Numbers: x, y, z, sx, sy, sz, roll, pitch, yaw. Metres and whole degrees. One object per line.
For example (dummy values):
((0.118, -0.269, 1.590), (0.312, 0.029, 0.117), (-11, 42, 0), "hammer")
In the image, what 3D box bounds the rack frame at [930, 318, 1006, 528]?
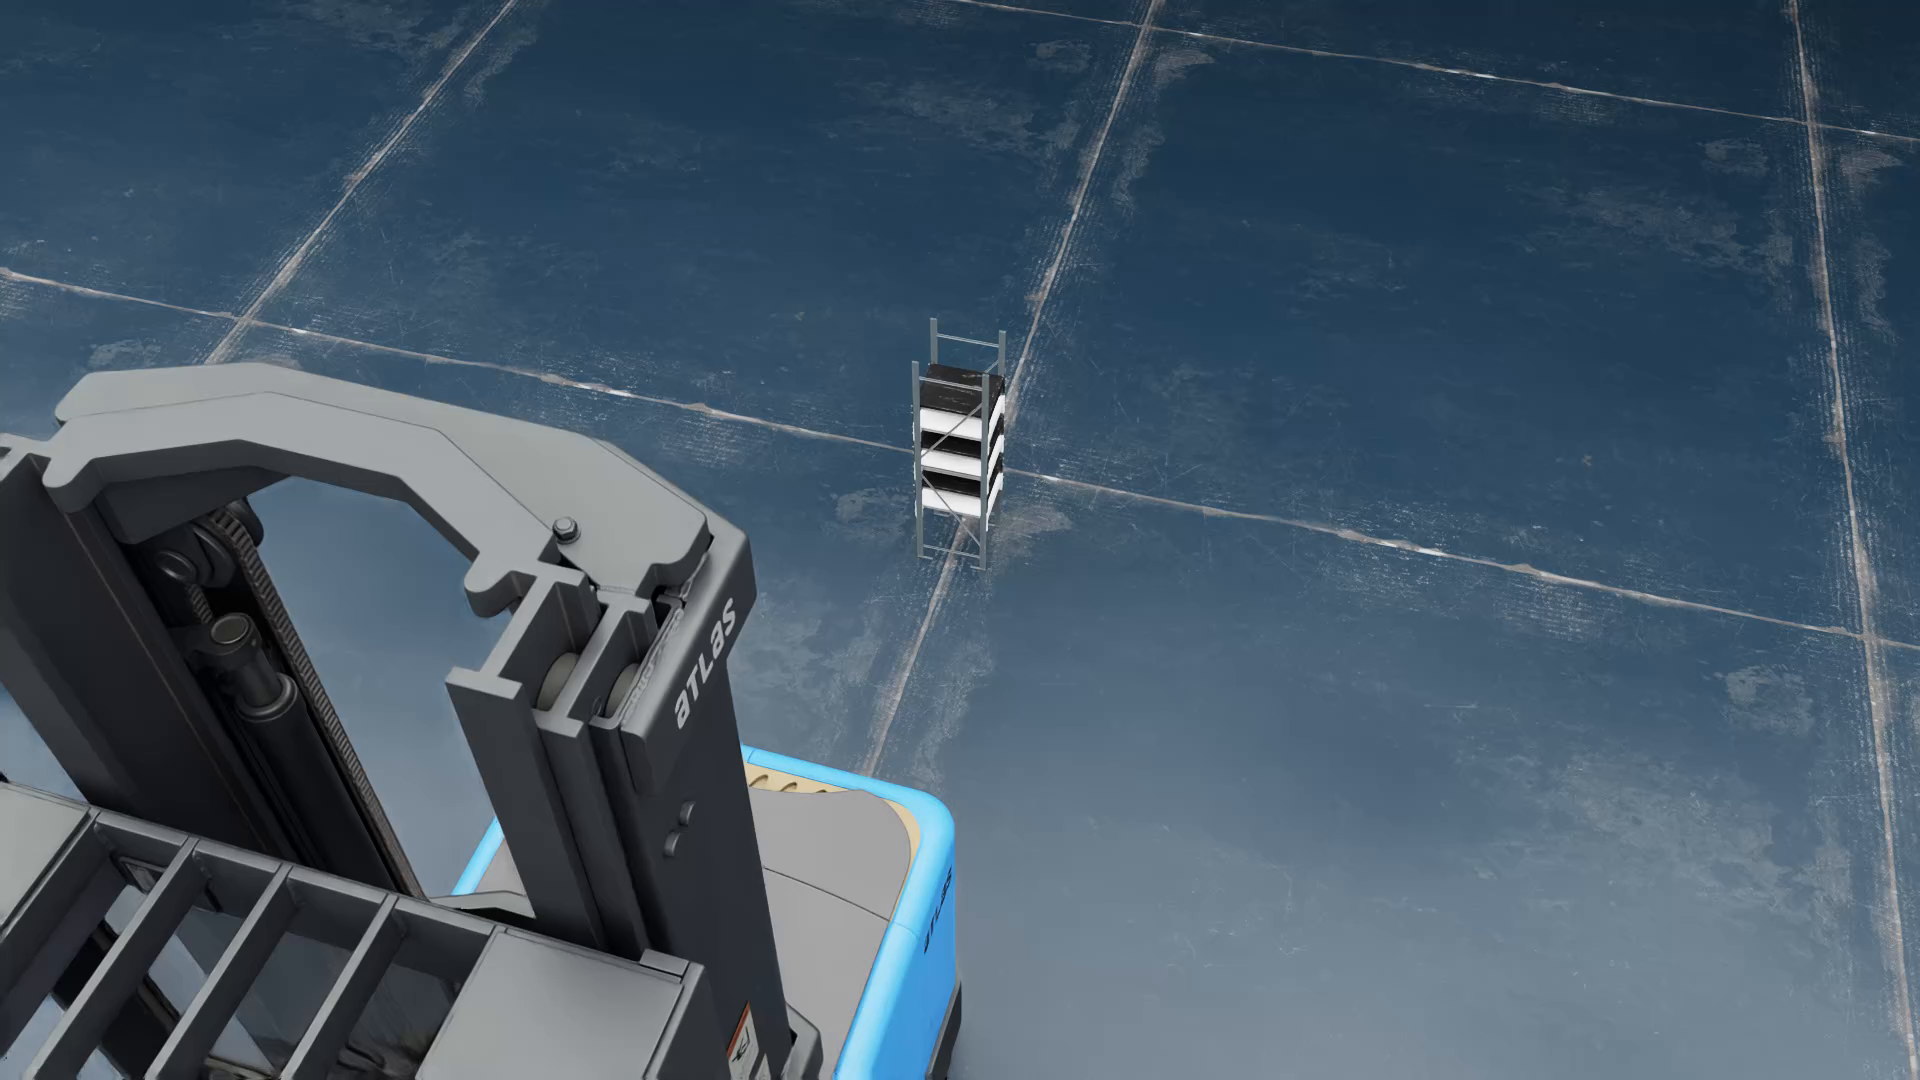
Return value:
((0.025, -0.365, 5.472), (0.240, 0.900, 0.006), (12, 50, 10), "rack frame")

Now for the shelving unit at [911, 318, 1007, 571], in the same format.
((-0.002, -0.292, 5.407), (0.258, 0.900, 0.210), (12, 50, 10), "shelving unit")

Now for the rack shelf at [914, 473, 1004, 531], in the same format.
((-0.002, -0.151, 5.567), (0.258, 0.077, 0.200), (12, 50, 10), "rack shelf")

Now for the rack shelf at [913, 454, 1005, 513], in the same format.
((-0.002, -0.210, 5.500), (0.258, 0.077, 0.200), (12, 50, 10), "rack shelf")

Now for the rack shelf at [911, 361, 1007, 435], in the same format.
((-0.002, -0.449, 5.230), (0.258, 0.077, 0.200), (12, 50, 10), "rack shelf")

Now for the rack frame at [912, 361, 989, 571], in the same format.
((-0.029, -0.218, 5.343), (0.240, 0.900, 0.006), (12, 50, 10), "rack frame")

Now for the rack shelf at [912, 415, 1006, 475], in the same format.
((-0.002, -0.329, 5.365), (0.258, 0.077, 0.200), (12, 50, 10), "rack shelf")

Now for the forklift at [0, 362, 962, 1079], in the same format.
((-0.911, 1.289, 2.658), (1.130, 2.935, 3.031), (13, 50, 11), "forklift")

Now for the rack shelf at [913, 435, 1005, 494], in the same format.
((-0.002, -0.270, 5.432), (0.258, 0.077, 0.200), (12, 50, 10), "rack shelf")

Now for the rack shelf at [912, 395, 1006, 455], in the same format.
((-0.002, -0.389, 5.297), (0.258, 0.077, 0.200), (12, 50, 10), "rack shelf")
